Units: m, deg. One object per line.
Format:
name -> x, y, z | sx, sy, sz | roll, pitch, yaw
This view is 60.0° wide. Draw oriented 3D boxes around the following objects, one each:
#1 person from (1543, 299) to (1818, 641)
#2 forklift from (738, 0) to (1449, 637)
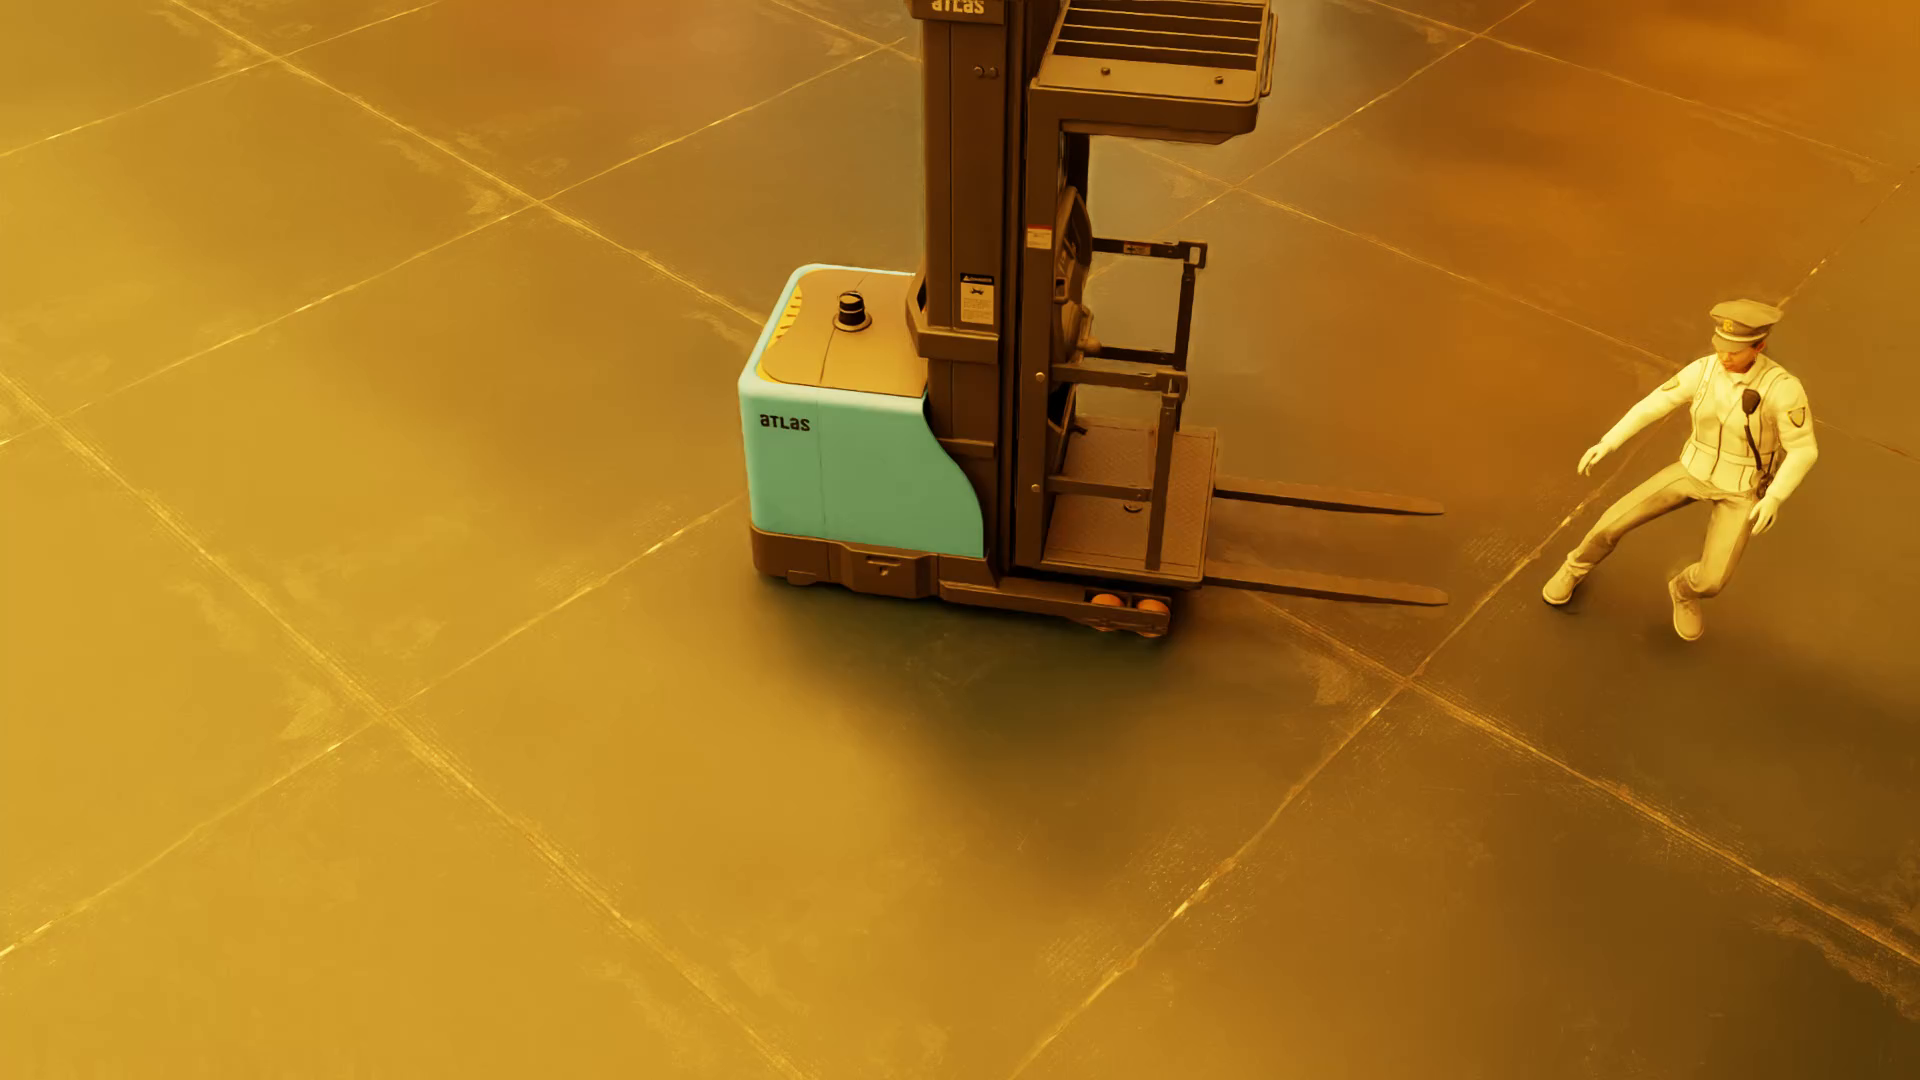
person -> 2.973, -0.232, 6.784 | 0.638, 1.513, 0.781 | -29, 49, -30
forklift -> 0.638, -1.069, 6.674 | 3.031, 2.935, 1.130 | 7, 41, 8
